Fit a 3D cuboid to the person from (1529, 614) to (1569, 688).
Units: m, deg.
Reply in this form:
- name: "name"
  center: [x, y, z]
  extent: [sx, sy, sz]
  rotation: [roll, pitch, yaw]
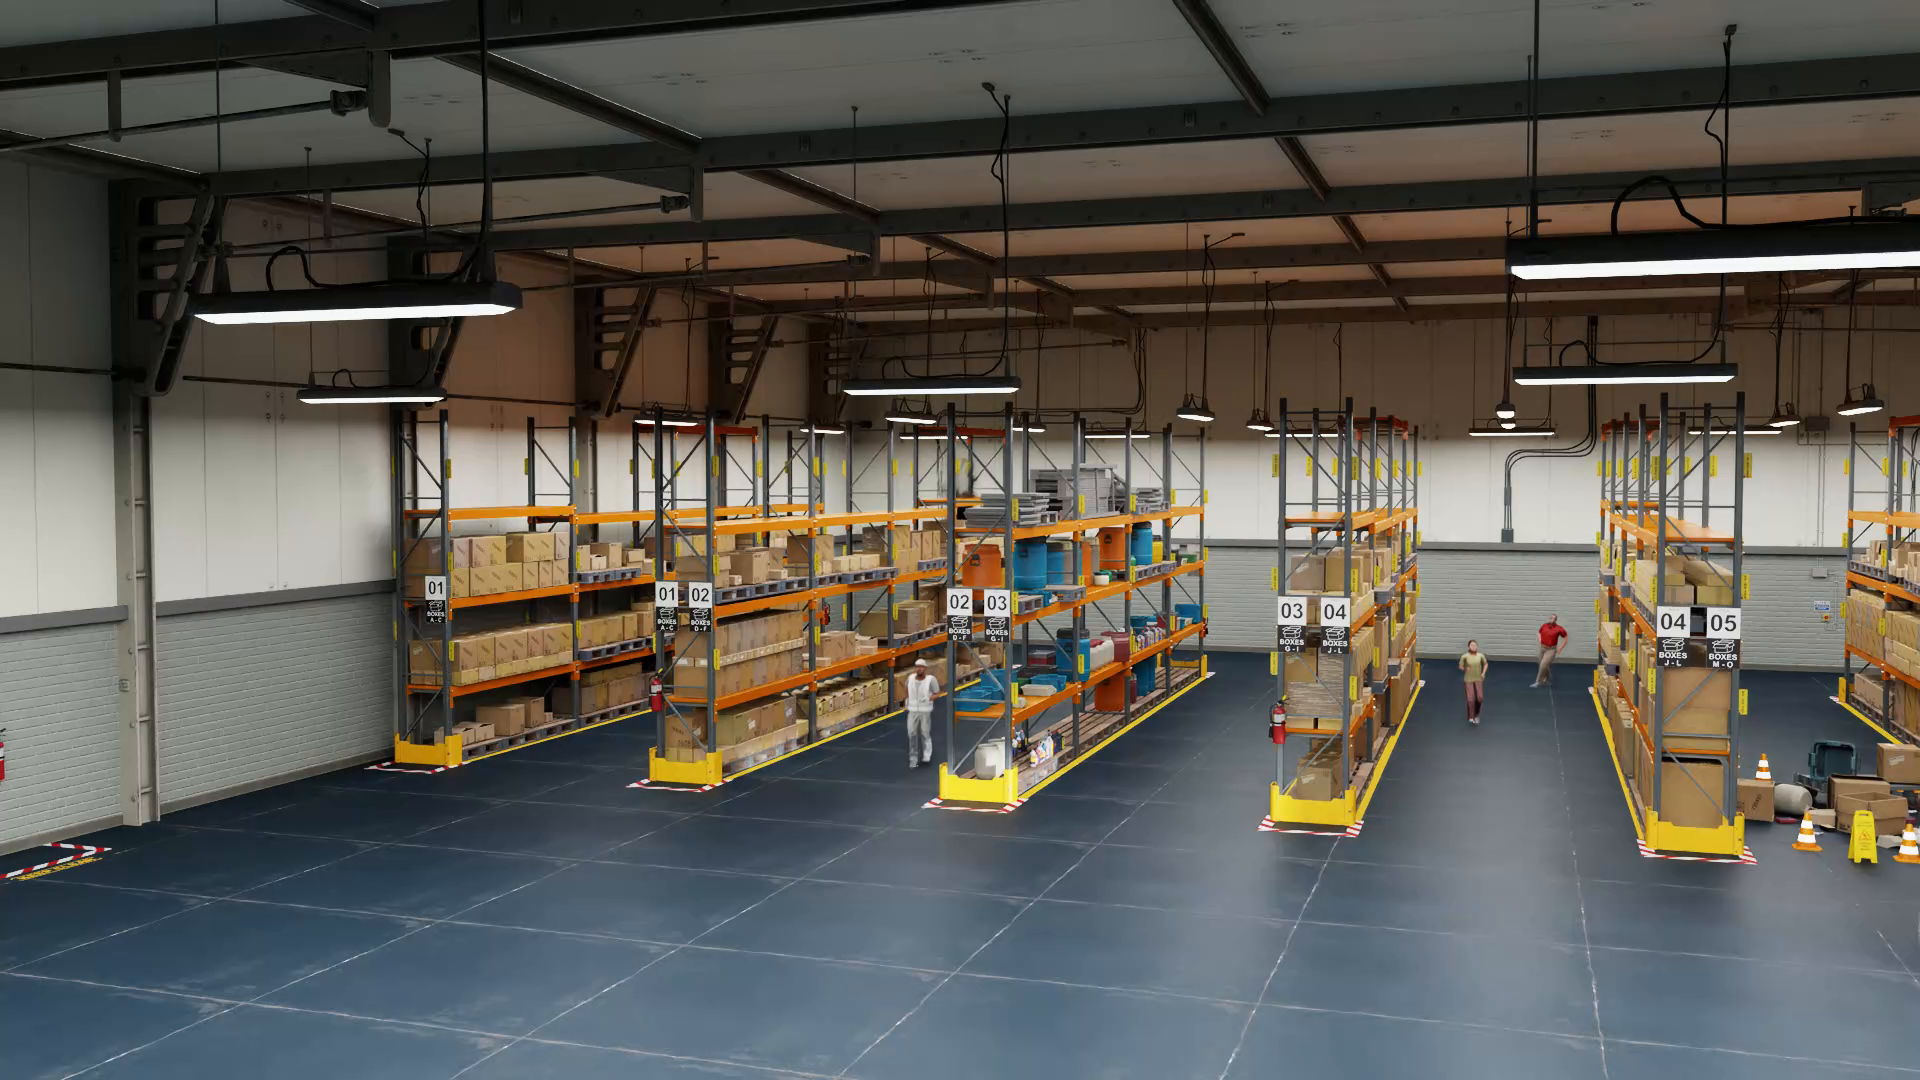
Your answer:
- name: "person"
  center: [13.443, 2.522, 37.905]
  extent: [0.919, 1.690, 0.769]
  rotation: [-2, 3, -37]

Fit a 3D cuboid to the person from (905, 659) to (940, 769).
- name: "person"
  center: [-0.661, 2.922, 28.015]
  extent: [0.669, 1.847, 0.703]
  rotation: [1, 3, 13]

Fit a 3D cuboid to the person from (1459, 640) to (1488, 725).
- name: "person"
  center: [10.031, 2.780, 32.468]
  extent: [0.562, 1.656, 0.595]
  rotation: [1, 2, 12]
